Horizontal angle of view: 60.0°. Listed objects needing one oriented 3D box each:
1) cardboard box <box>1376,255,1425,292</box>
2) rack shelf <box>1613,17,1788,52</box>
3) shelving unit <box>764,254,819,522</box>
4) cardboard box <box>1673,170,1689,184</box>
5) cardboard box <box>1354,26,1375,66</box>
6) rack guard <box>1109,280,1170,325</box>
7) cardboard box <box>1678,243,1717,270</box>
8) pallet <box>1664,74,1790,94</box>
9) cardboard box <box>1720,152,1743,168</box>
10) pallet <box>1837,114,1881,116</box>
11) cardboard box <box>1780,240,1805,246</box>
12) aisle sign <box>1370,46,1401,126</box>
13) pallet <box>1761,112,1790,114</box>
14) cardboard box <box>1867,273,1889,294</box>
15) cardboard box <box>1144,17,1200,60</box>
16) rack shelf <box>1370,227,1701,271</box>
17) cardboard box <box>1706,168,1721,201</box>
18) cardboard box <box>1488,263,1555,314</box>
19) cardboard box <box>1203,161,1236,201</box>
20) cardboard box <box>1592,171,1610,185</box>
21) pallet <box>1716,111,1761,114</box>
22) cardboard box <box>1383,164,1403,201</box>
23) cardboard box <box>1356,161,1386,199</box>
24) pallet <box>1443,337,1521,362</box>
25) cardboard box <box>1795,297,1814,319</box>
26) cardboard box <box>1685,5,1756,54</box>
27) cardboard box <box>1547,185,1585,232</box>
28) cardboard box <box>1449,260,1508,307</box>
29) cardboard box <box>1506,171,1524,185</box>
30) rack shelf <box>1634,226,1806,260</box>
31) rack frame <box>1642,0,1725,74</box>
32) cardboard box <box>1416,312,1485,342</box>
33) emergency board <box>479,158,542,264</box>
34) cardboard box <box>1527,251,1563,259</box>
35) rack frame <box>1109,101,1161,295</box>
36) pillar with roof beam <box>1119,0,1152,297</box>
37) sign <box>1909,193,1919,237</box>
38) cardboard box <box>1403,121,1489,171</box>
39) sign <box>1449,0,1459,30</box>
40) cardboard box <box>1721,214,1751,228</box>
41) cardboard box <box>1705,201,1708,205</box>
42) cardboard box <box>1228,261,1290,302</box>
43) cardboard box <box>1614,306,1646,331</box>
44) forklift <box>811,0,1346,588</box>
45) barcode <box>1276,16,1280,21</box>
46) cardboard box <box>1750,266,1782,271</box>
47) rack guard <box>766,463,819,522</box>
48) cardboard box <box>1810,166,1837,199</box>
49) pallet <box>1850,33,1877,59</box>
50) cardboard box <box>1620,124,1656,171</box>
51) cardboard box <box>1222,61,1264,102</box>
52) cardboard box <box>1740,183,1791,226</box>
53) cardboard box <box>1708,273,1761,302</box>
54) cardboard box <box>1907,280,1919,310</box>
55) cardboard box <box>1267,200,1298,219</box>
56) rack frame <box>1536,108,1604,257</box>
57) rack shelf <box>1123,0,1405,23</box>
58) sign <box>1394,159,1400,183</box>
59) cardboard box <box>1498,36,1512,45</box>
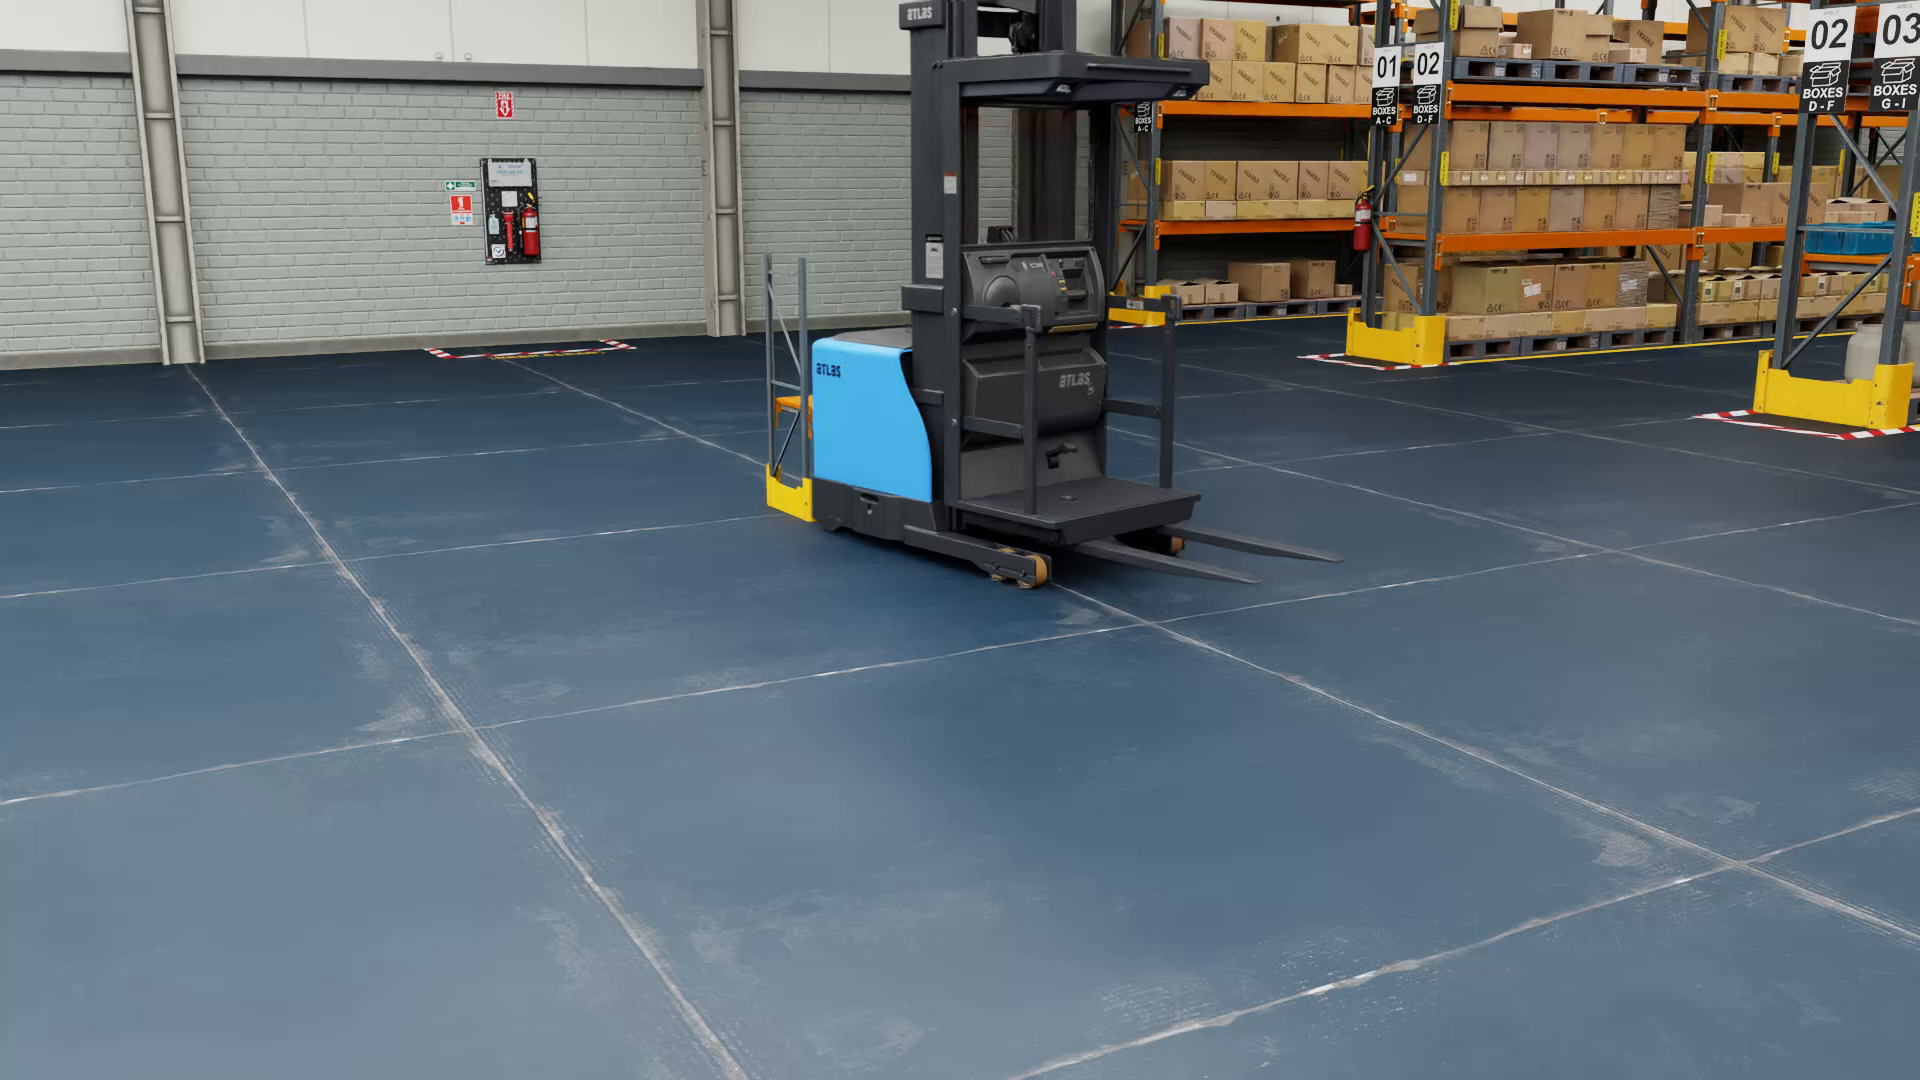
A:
[{"bbox_3d":[6.385,-3.835,24.008,0.500,0.500,0.700,-6,14,-26],"label":"cardboard box"},{"bbox_3d":[11.014,-7.771,25.693,4.000,0.370,1.077,-7,14,-28],"label":"rack shelf"},{"bbox_3d":[-0.561,-0.953,9.926,1.083,1.500,0.587,-8,15,-30],"label":"shelving unit"},{"bbox_3d":[7.988,-4.100,18.791,0.250,0.149,0.380,-7,14,-28],"label":"cardboard box"},{"bbox_3d":[5.437,-6.664,22.505,0.500,0.500,0.500,-8,15,-33],"label":"cardboard box"},{"bbox_3d":[2.303,-3.127,21.864,0.348,0.500,1.175,-7,14,-28],"label":"rack guard"},{"bbox_3d":[11.482,-4.569,26.520,0.750,0.750,0.750,-6,14,-26],"label":"cardboard box"},{"bbox_3d":[8.892,-5.270,19.299,1.217,0.209,0.805,-8,15,-30],"label":"pallet"},{"bbox_3d":[12.028,-6.020,26.367,0.500,0.250,0.500,-6,14,-27],"label":"cardboard box"},{"bbox_3d":[15.634,-7.362,28.358,1.213,0.211,1.003,-7,14,-28],"label":"pallet"},{"bbox_3d":[13.863,-4.962,27.586,0.250,0.149,0.380,-6,14,-26],"label":"cardboard box"},{"bbox_3d":[4.415,-4.702,17.249,0.004,0.787,0.394,-7,14,-28],"label":"aisle sign"},{"bbox_3d":[13.492,-7.105,27.217,1.213,0.211,1.003,-7,14,-28],"label":"pallet"},{"bbox_3d":[11.293,-3.260,20.792,0.500,0.311,0.500,-6,14,-26],"label":"cardboard box"},{"bbox_3d":[2.691,-6.342,21.074,0.500,0.500,0.500,-8,15,-32],"label":"cardboard box"},{"bbox_3d":[6.368,-3.243,18.328,4.000,0.370,1.077,-7,14,-28],"label":"rack shelf"},{"bbox_3d":[11.597,-5.600,26.211,0.500,0.500,0.500,-7,14,-28],"label":"cardboard box"},{"bbox_3d":[6.061,-2.735,18.028,0.500,0.500,0.500,-7,14,-28],"label":"cardboard box"},{"bbox_3d":[3.238,-4.683,21.674,0.500,0.500,0.500,-7,14,-28],"label":"cardboard box"},{"bbox_3d":[6.873,-3.967,18.199,0.250,0.149,0.380,-6,14,-26],"label":"cardboard box"},{"bbox_3d":[11.988,-6.865,26.384,1.217,0.209,0.805,-8,15,-30],"label":"pallet"},{"bbox_3d":[6.210,-5.069,23.573,0.500,0.500,0.700,-7,14,-28],"label":"cardboard box"},{"bbox_3d":[5.480,-4.952,22.870,0.500,0.500,0.500,-7,14,-28],"label":"cardboard box"},{"bbox_3d":[5.264,-2.112,18.013,1.213,0.211,1.003,-7,14,-28],"label":"pallet"},{"bbox_3d":[9.946,-2.825,20.135,0.500,0.250,0.500,-7,14,-27],"label":"cardboard box"},{"bbox_3d":[8.684,-5.823,18.997,0.500,0.500,0.500,-7,14,-27],"label":"cardboard box"},{"bbox_3d":[6.386,-3.643,18.236,0.500,0.500,0.700,-6,14,-26],"label":"cardboard box"},{"bbox_3d":[5.812,-2.835,18.473,0.500,0.500,0.500,-7,14,-28],"label":"cardboard box"},{"bbox_3d":[5.733,-3.829,17.588,0.250,0.149,0.380,-7,14,-29],"label":"cardboard box"},{"bbox_3d":[9.879,-3.664,20.197,4.000,0.370,1.077,-7,14,-28],"label":"rack shelf"},{"bbox_3d":[8.124,-6.732,18.525,0.127,3.000,1.000,-7,14,-28],"label":"rack frame"},{"bbox_3d":[5.190,-2.261,17.630,0.500,0.250,0.500,-7,14,-28],"label":"cardboard box"},{"bbox_3d":[-5.018,-3.695,18.695,0.643,1.169,0.194,-7,14,-28],"label":"emergency board"},{"bbox_3d":[8.651,-4.089,25.139,0.500,0.500,0.700,-7,14,-27],"label":"cardboard box"},{"bbox_3d":[2.236,-4.338,21.554,0.127,3.000,1.000,-7,14,-28],"label":"rack frame"},{"bbox_3d":[4.499,-6.676,18.277,0.400,9.000,9.100,-7,14,-28],"label":"pillar with roof beam"},{"bbox_3d":[7.243,-2.458,12.567,0.005,0.325,0.100,-7,14,-28],"label":"sign"},{"bbox_3d":[5.075,-4.118,17.392,0.500,0.500,0.700,-7,14,-28],"label":"cardboard box"},{"bbox_3d":[4.874,-5.205,16.402,0.005,0.325,0.100,-7,14,-28],"label":"sign"},{"bbox_3d":[9.000,-3.736,19.450,0.250,0.149,0.380,-7,14,-28],"label":"cardboard box"},{"bbox_3d":[11.699,-5.296,26.336,0.250,0.149,0.380,-7,14,-28],"label":"cardboard box"},{"bbox_3d":[4.055,-3.516,22.593,0.500,0.500,0.700,-8,15,-31],"label":"cardboard box"},{"bbox_3d":[7.378,-2.527,18.810,0.500,0.250,0.500,-7,14,-28],"label":"cardboard box"},{"bbox_3d":[0.527,-1.320,8.299,1.130,2.935,3.031,-11,17,-41],"label":"forklift"},{"bbox_3d":[4.321,-7.086,22.604,0.075,0.075,0.001,-7,14,-28],"label":"barcode"},{"bbox_3d":[10.129,-3.254,20.765,0.500,0.311,0.500,-7,15,-29],"label":"cardboard box"},{"bbox_3d":[-0.987,-0.286,9.811,0.087,0.250,0.587,-8,15,-30],"label":"rack guard"},{"bbox_3d":[13.896,-5.877,27.707,0.700,0.700,0.980,-7,15,-29],"label":"cardboard box"},{"bbox_3d":[7.756,-3.868,13.065,1.213,0.211,1.003,-7,14,-28],"label":"pallet"},{"bbox_3d":[7.295,-4.385,18.580,0.500,0.500,0.700,-7,14,-28],"label":"cardboard box"},{"bbox_3d":[3.592,-5.952,21.620,0.500,0.500,0.500,-6,14,-25],"label":"cardboard box"},{"bbox_3d":[9.708,-4.039,19.998,0.500,0.500,0.500,-7,14,-28],"label":"cardboard box"},{"bbox_3d":[9.048,-2.989,19.587,0.500,0.311,0.500,-7,14,-29],"label":"cardboard box"},{"bbox_3d":[12.171,-3.214,21.248,0.500,0.500,0.500,-6,14,-25],"label":"cardboard box"},{"bbox_3d":[4.160,-4.428,22.247,0.500,0.250,0.500,-7,14,-27],"label":"cardboard box"},{"bbox_3d":[9.258,-5.180,25.294,0.127,3.000,1.000,-7,14,-28],"label":"rack frame"},{"bbox_3d":[3.992,-7.123,21.910,4.000,0.370,1.077,-7,14,-28],"label":"rack shelf"},{"bbox_3d":[6.014,-5.078,22.868,0.005,0.325,0.100,-7,14,-28],"label":"sign"},{"bbox_3d":[5.497,-5.219,17.703,0.500,0.250,0.500,-7,14,-28],"label":"cardboard box"}]
